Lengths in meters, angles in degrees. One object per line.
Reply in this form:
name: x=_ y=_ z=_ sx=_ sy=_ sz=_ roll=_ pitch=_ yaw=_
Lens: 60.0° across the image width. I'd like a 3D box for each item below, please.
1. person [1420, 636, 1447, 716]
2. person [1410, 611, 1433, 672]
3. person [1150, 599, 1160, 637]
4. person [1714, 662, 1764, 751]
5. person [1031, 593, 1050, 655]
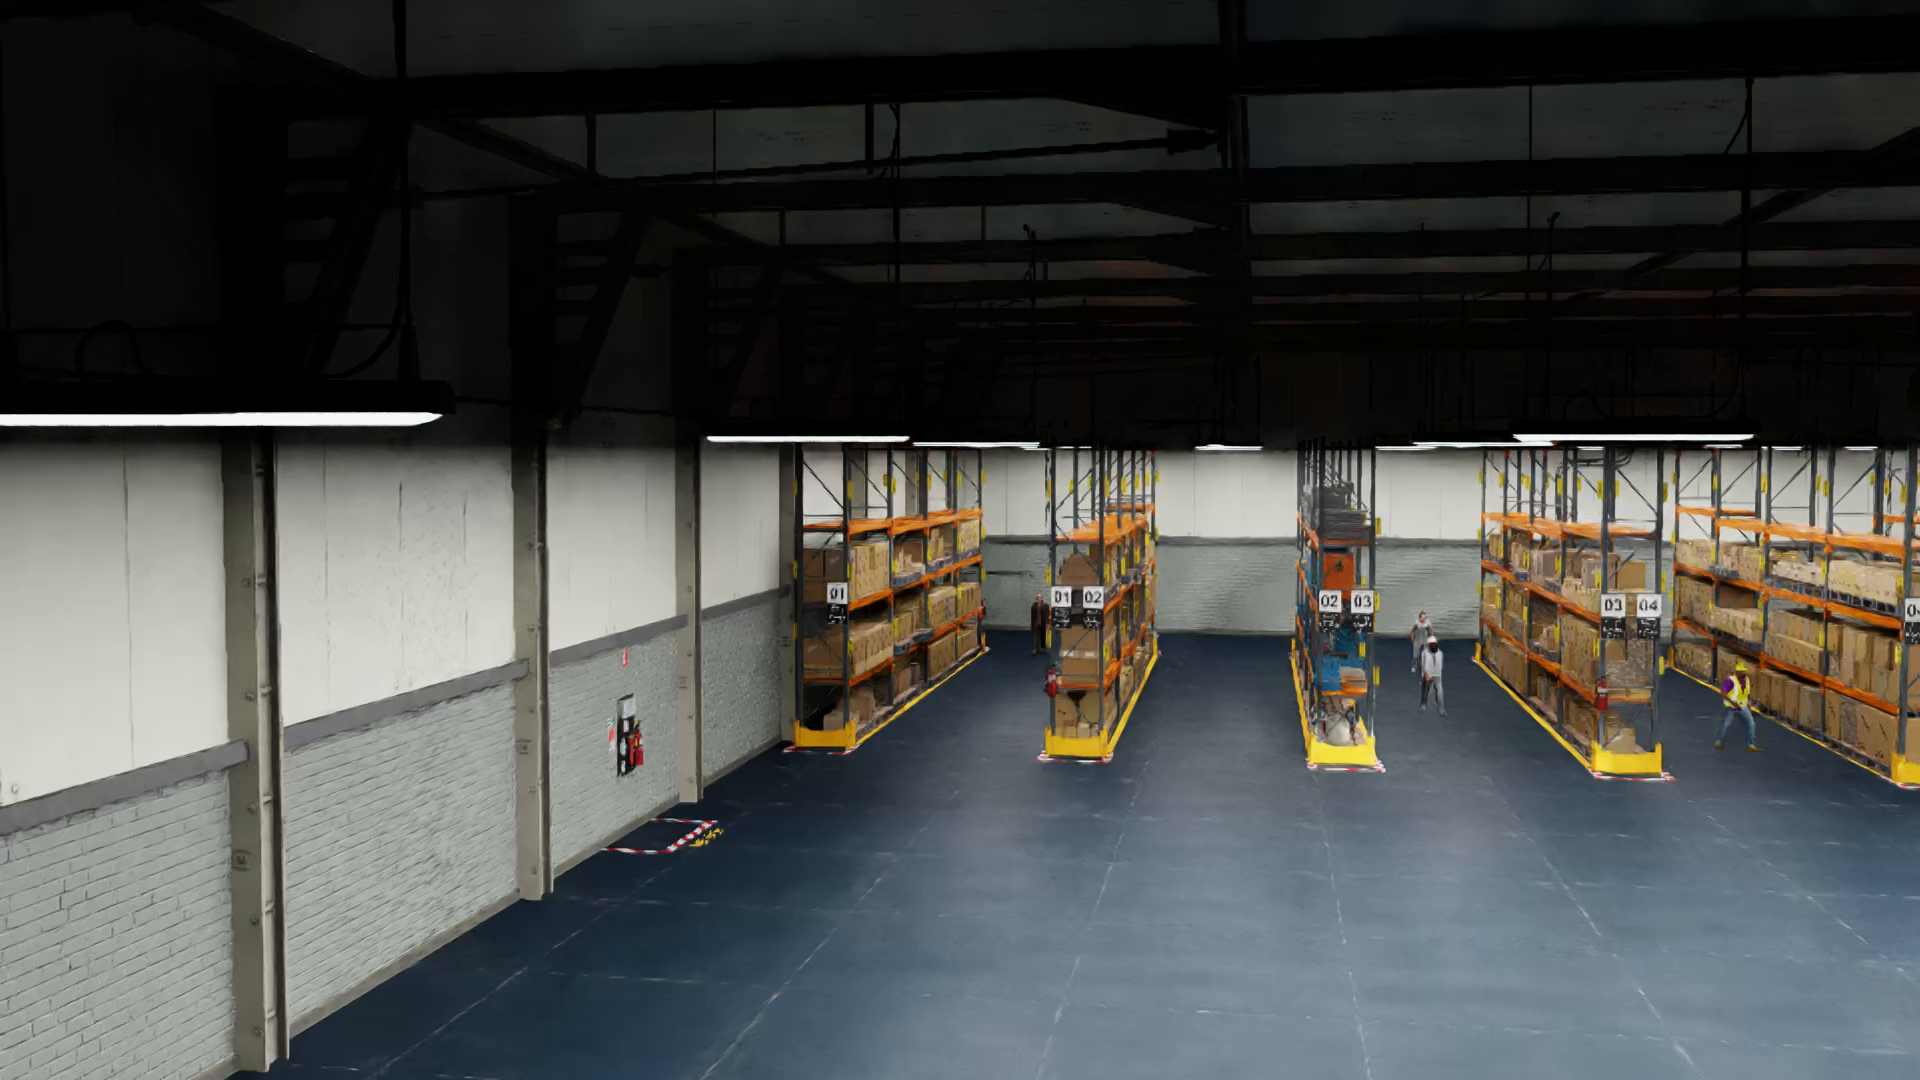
person: x=10.282 y=2.938 z=36.250 sx=0.538 sy=1.715 sz=1.029 roll=0 pitch=3 yaw=2
person: x=11.973 y=2.639 z=43.130 sx=0.580 sy=1.618 sz=0.507 roll=0 pitch=3 yaw=8
person: x=5.756 y=2.144 z=51.327 sx=0.701 sy=1.718 sz=0.849 roll=0 pitch=3 yaw=-7
person: x=14.878 y=3.180 z=31.878 sx=0.710 sy=1.702 sz=0.836 roll=0 pitch=3 yaw=-6
person: x=2.270 y=2.367 z=47.075 sx=0.600 sy=1.725 sz=1.111 roll=0 pitch=3 yaw=9
